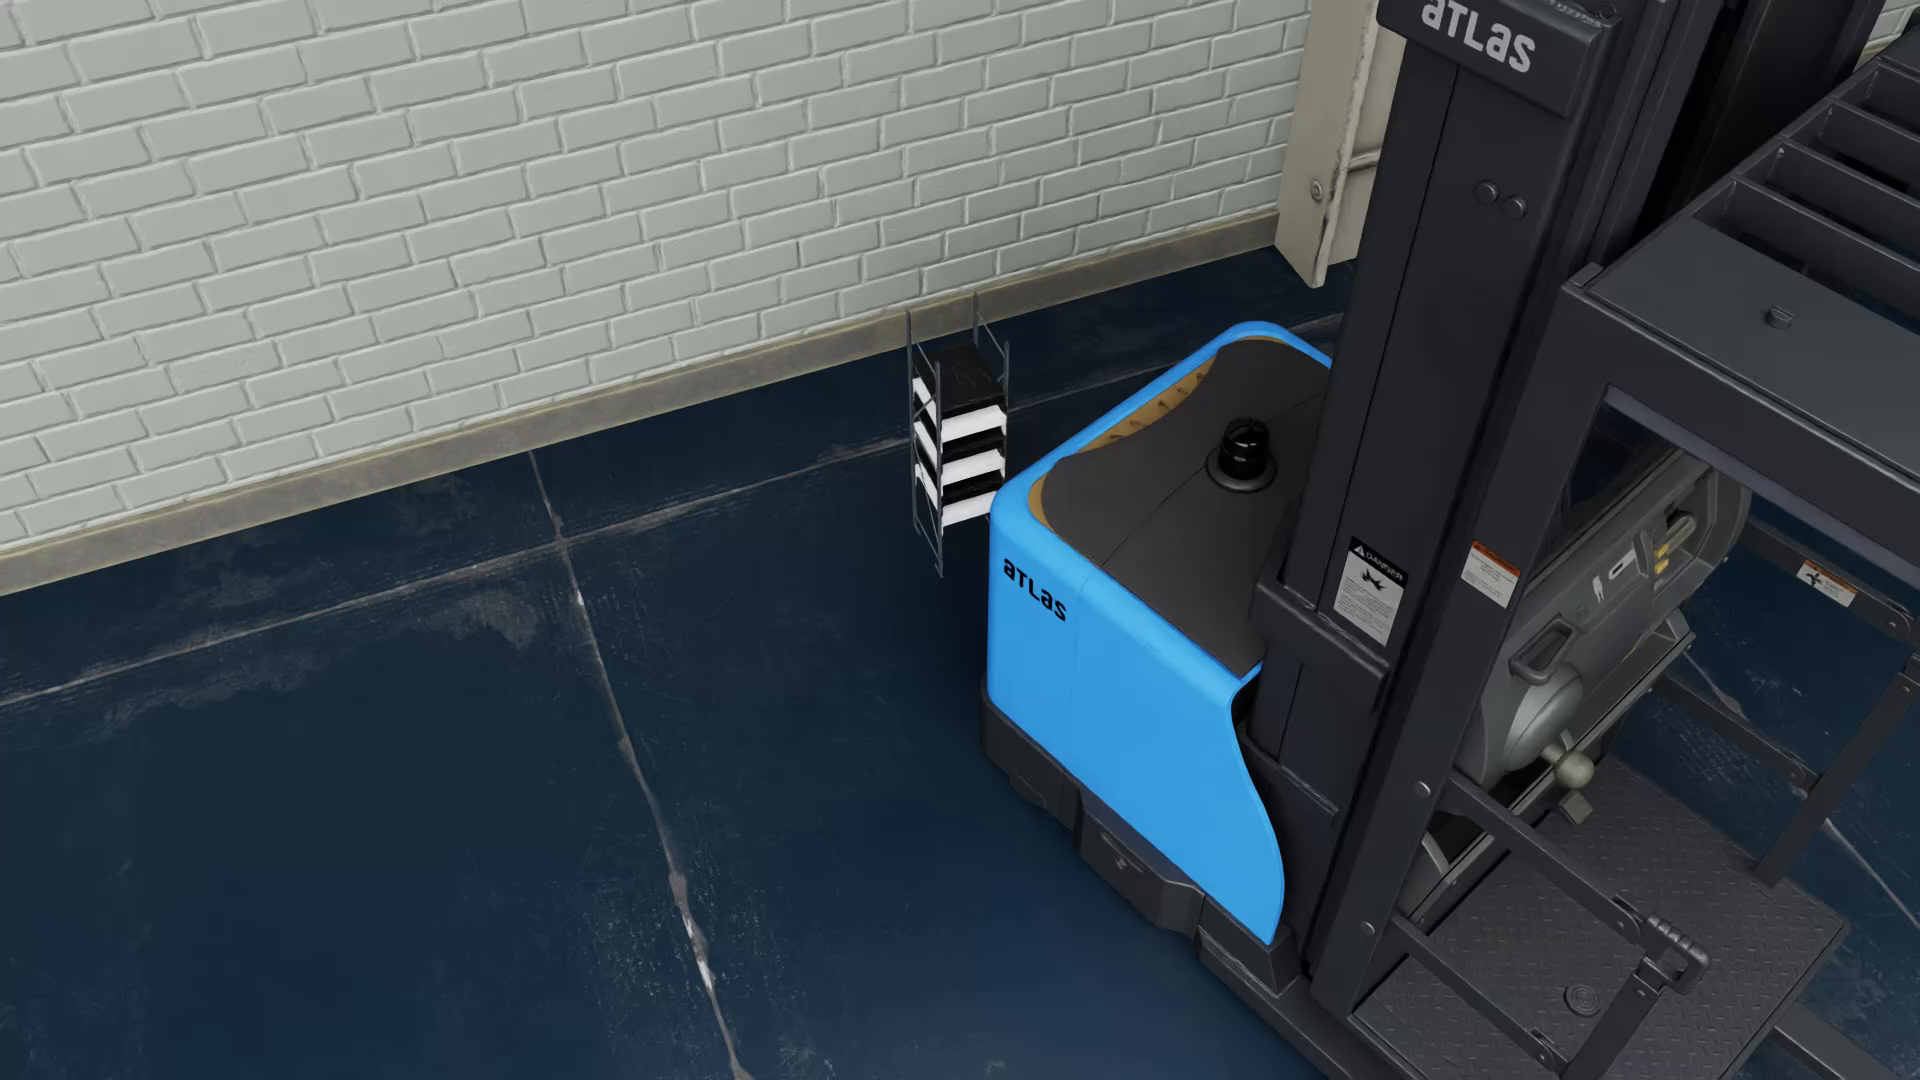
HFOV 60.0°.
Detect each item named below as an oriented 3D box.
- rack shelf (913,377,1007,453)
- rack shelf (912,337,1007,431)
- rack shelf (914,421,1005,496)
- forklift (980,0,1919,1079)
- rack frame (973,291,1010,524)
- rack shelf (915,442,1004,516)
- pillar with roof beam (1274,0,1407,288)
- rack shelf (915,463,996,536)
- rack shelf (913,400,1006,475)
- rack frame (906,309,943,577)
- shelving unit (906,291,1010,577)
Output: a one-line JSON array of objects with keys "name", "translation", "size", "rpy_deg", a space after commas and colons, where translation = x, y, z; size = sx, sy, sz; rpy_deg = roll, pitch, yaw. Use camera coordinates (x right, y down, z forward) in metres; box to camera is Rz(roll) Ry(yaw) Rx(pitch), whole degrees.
[{"name": "rack shelf", "translation": [-0.008, -0.386, 4.795], "size": [0.200, 0.077, 0.258], "rpy_deg": [-17, 52, -14]}, {"name": "rack shelf", "translation": [-0.008, -0.445, 4.727], "size": [0.200, 0.077, 0.258], "rpy_deg": [-17, 52, -14]}, {"name": "rack shelf", "translation": [-0.008, -0.269, 4.932], "size": [0.200, 0.077, 0.258], "rpy_deg": [-17, 52, -14]}, {"name": "forklift", "translation": [1.424, 0.214, 3.134], "size": [1.130, 2.935, 3.031], "rpy_deg": [-35, 58, -26]}, {"name": "rack frame", "translation": [0.087, -0.320, 4.932], "size": [0.006, 0.900, 0.240], "rpy_deg": [-17, 52, -14]}, {"name": "rack shelf", "translation": [-0.008, -0.210, 5.000], "size": [0.200, 0.077, 0.258], "rpy_deg": [-17, 52, -14]}, {"name": "pillar with roof beam", "translation": [3.027, -0.985, 0.164], "size": [0.400, 9.000, 9.100], "rpy_deg": [-17, 52, -14]}, {"name": "rack shelf", "translation": [-0.008, -0.152, 5.068], "size": [0.200, 0.077, 0.258], "rpy_deg": [-17, 52, -14]}, {"name": "rack shelf", "translation": [-0.008, -0.328, 4.864], "size": [0.200, 0.077, 0.258], "rpy_deg": [-17, 52, -14]}, {"name": "rack frame", "translation": [-0.102, -0.262, 4.882], "size": [0.006, 0.900, 0.240], "rpy_deg": [-17, 52, -14]}, {"name": "shelving unit", "translation": [-0.008, -0.291, 4.907], "size": [0.210, 0.900, 0.258], "rpy_deg": [-17, 52, -14]}]
